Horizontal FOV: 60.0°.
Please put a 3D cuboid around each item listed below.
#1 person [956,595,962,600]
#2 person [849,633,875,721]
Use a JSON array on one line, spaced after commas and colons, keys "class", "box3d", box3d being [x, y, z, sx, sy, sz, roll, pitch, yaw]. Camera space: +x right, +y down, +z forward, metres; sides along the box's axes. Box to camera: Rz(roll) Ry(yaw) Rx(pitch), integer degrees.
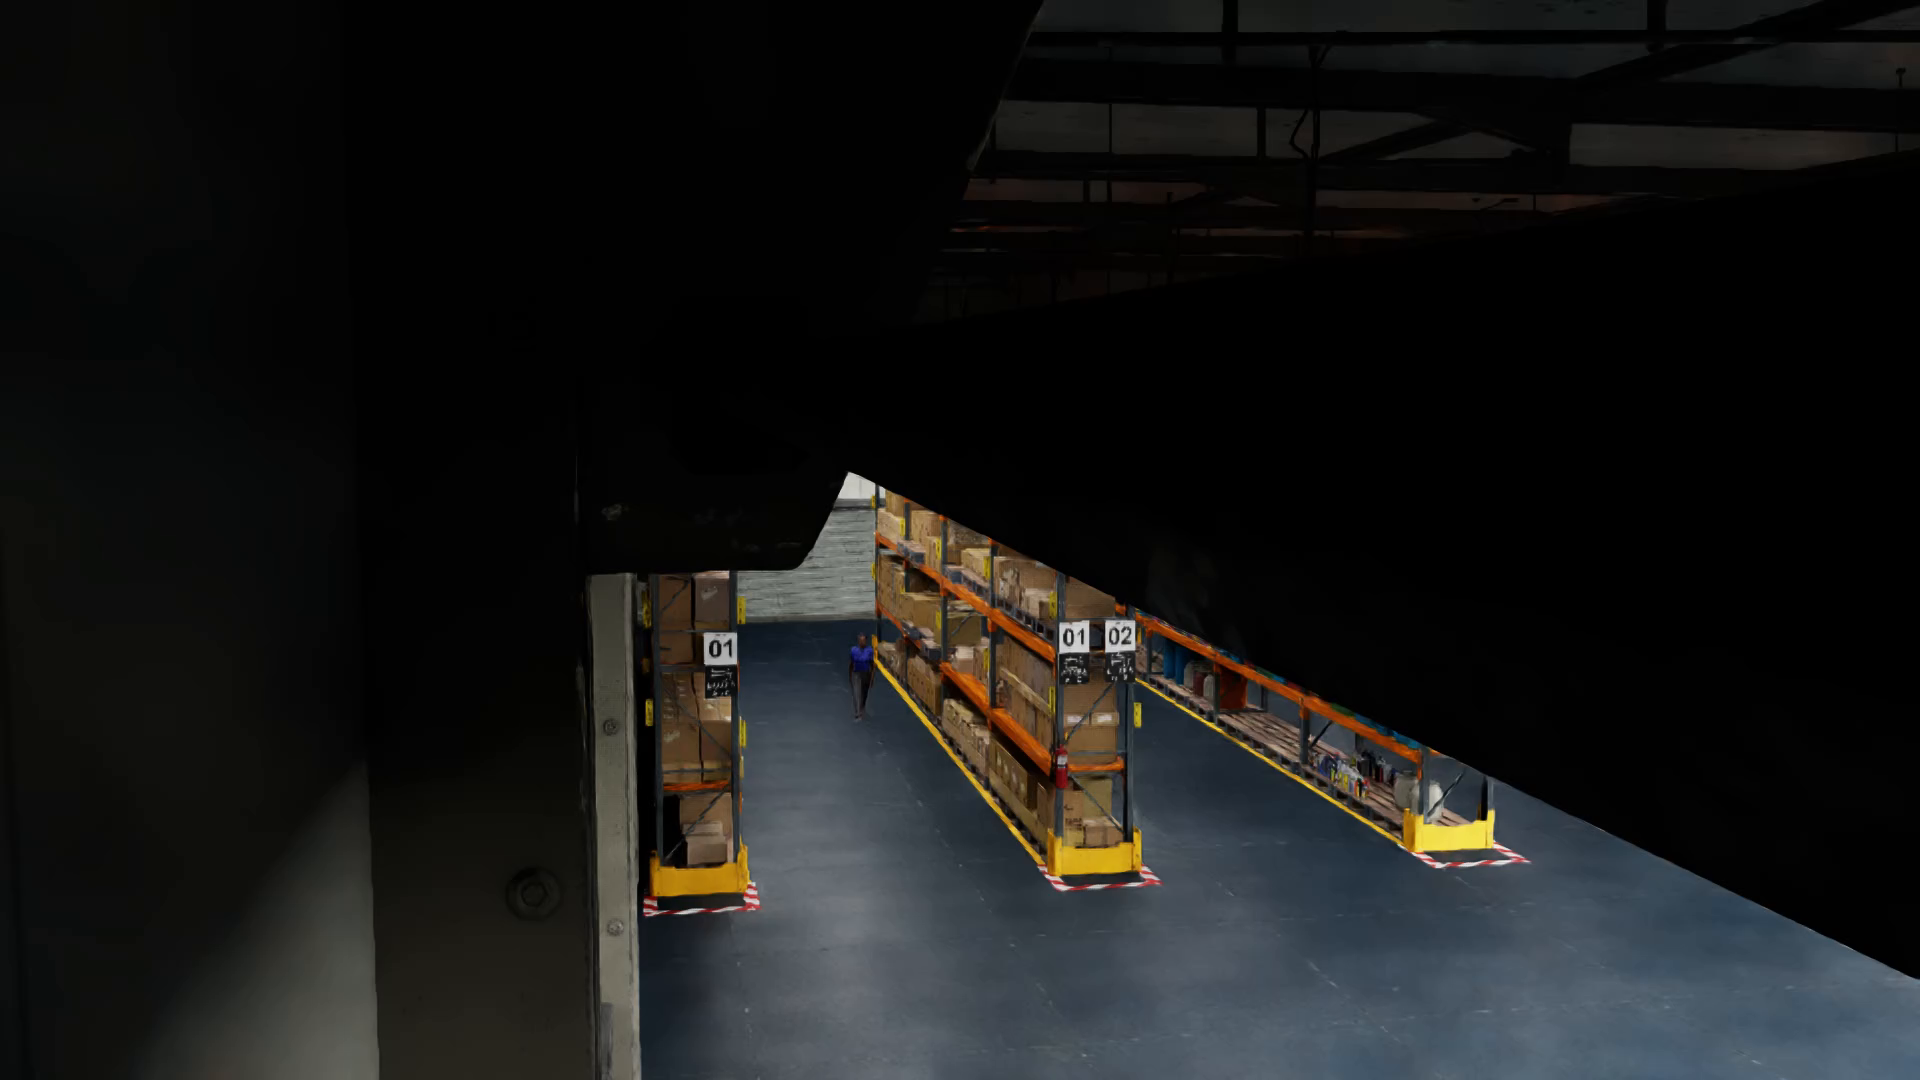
[{"class": "person", "box3d": [-0.143, 1.645, 37.534, 0.704, 1.663, 0.832, -4, 7, -33]}, {"class": "person", "box3d": [-1.764, 2.444, 30.096, 0.445, 1.574, 1.081, -1, 6, -13]}]
